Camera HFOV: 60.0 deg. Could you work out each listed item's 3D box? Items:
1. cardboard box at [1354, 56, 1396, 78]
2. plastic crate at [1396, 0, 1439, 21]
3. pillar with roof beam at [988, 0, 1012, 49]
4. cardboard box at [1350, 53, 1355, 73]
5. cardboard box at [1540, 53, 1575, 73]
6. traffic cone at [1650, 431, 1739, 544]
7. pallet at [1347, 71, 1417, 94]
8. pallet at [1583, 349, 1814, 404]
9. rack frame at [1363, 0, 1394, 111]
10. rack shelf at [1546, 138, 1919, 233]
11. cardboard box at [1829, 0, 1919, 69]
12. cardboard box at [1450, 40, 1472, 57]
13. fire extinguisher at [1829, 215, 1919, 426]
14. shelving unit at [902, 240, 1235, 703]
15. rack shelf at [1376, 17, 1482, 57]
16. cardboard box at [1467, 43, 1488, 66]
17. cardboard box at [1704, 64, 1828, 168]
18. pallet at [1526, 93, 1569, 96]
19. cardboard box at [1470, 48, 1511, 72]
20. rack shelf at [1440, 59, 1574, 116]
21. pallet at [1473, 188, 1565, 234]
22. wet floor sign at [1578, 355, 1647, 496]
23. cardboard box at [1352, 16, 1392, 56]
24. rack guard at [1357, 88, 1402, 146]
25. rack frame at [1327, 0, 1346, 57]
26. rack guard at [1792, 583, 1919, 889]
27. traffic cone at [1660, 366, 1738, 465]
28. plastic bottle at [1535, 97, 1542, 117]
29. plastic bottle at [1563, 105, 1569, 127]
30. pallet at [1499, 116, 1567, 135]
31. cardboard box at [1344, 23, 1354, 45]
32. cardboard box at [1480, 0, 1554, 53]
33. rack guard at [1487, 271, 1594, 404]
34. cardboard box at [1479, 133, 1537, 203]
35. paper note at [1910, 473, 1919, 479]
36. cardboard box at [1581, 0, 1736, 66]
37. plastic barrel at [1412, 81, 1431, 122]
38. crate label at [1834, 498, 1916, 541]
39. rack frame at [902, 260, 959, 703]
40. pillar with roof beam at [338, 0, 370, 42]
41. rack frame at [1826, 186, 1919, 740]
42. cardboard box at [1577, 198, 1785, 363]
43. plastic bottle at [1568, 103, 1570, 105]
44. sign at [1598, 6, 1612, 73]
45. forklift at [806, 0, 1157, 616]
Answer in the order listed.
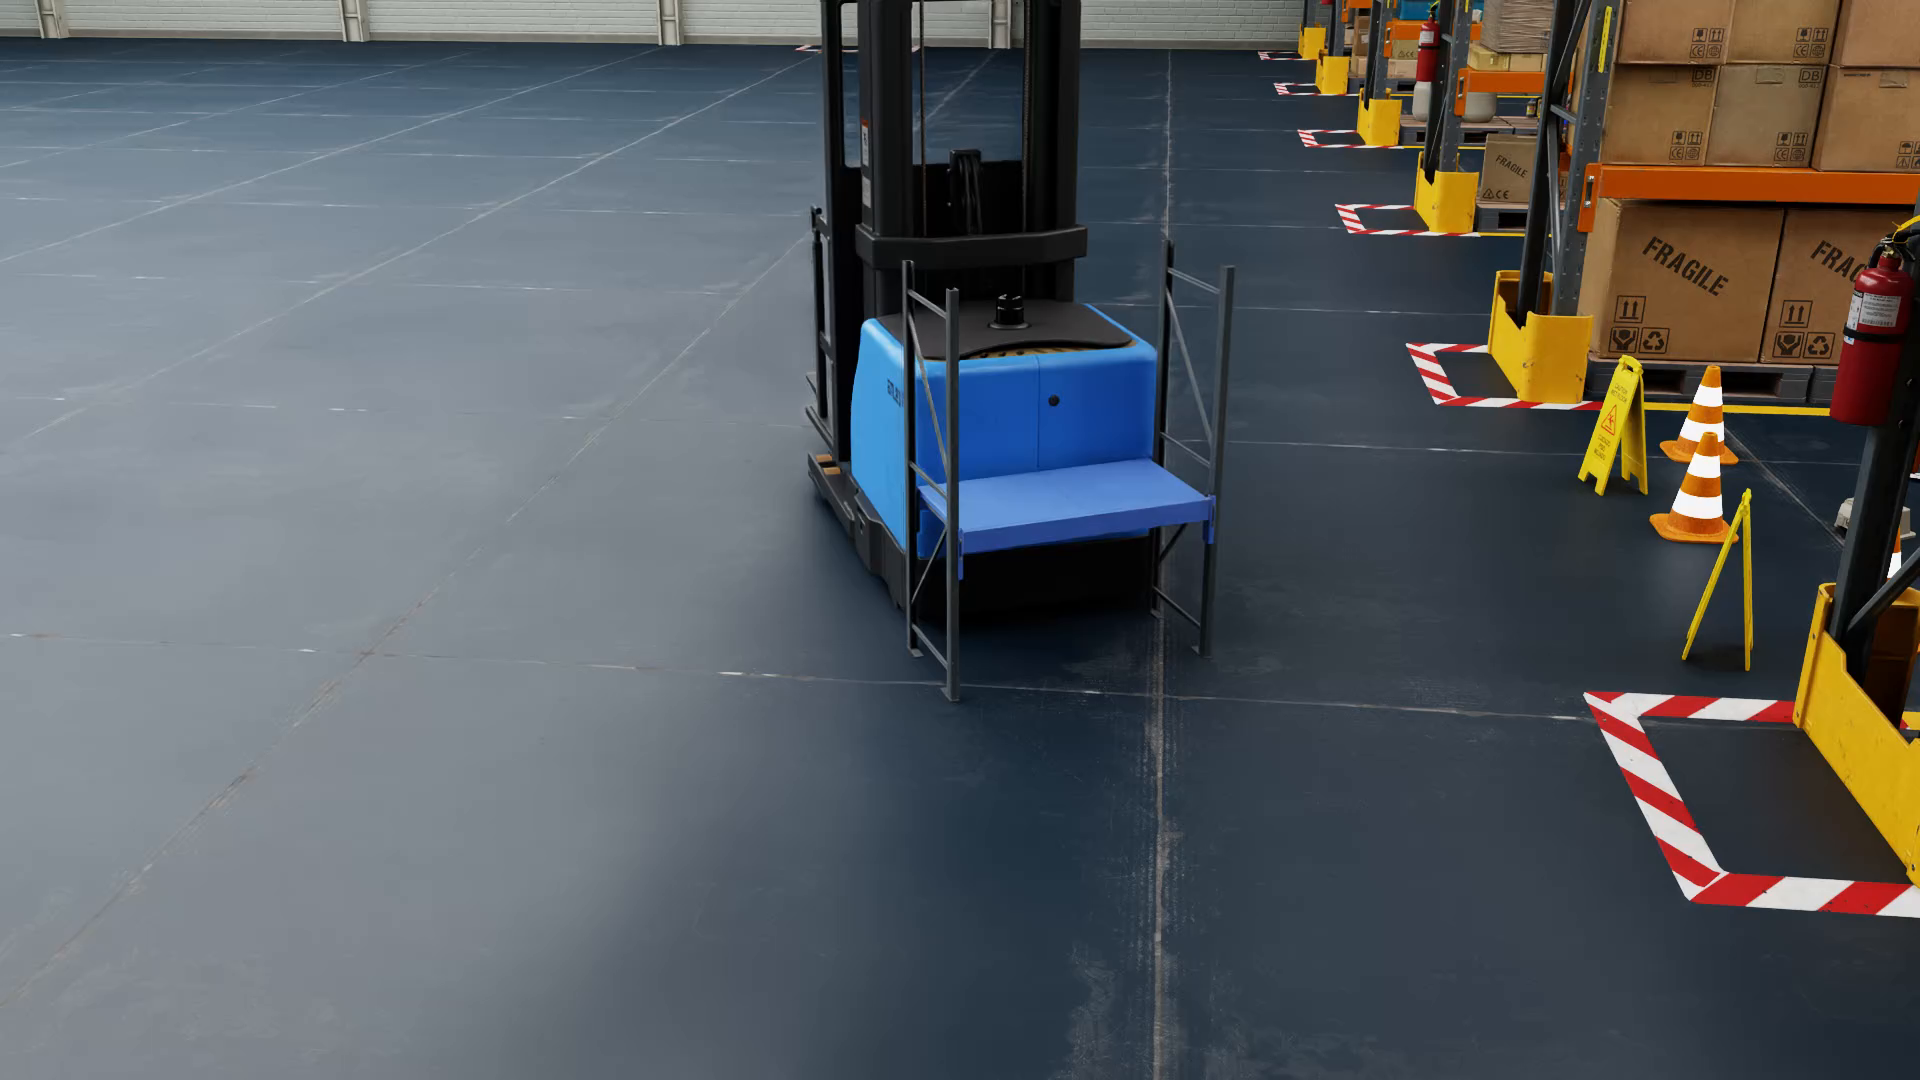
[{"bbox_3d":[5.801,-6.614,23.259,0.500,0.250,0.500,2,22,6],"label":"cardboard box"},{"bbox_3d":[5.240,-6.012,18.770,0.616,0.251,0.499,2,22,6],"label":"plastic crate"},{"bbox_3d":[0.206,-11.374,23.970,0.400,9.000,9.100,2,22,6],"label":"pillar with roof beam"},{"bbox_3d":[5.862,-6.803,23.738,0.500,0.250,0.500,2,22,6],"label":"cardboard box"},{"bbox_3d":[4.872,-3.935,13.656,0.250,0.149,0.380,2,22,6],"label":"cardboard box"},{"bbox_3d":[3.330,-0.260,7.468,0.334,0.463,0.336,2,22,6],"label":"traffic cone"},{"bbox_3d":[6.059,-6.488,23.563,1.213,0.211,1.003,2,22,6],"label":"pallet"},{"bbox_3d":[4.244,-1.076,9.875,1.213,0.211,1.003,2,22,6],"label":"pallet"},{"bbox_3d":[4.708,-5.994,18.521,0.127,3.000,1.000,2,22,6],"label":"rack frame"},{"bbox_3d":[5.427,-1.958,9.291,4.000,0.370,1.077,2,22,6],"label":"rack shelf"},{"bbox_3d":[4.902,-2.857,8.913,0.550,0.550,0.875,2,22,6],"label":"cardboard box"},{"bbox_3d":[6.796,-6.925,23.026,0.500,0.500,0.500,2,22,6],"label":"cardboard box"},{"bbox_3d":[2.899,-0.705,5.247,0.183,0.674,0.296,2,22,6],"label":"fire extinguisher"},{"bbox_3d":[0.374,-0.266,6.072,1.048,1.500,0.538,-8,23,-19],"label":"shelving unit"},{"bbox_3d":[6.694,-5.573,18.434,4.000,0.370,1.077,2,22,6],"label":"rack shelf"},{"bbox_3d":[4.432,-4.132,14.153,0.250,0.149,0.380,2,22,6],"label":"cardboard box"},{"bbox_3d":[4.363,-2.433,9.311,0.550,0.550,0.875,2,22,6],"label":"cardboard box"},{"bbox_3d":[8.482,-6.382,23.296,1.213,0.211,1.003,2,22,6],"label":"pallet"},{"bbox_3d":[4.380,-3.969,13.742,0.250,0.149,0.380,2,22,6],"label":"cardboard box"},{"bbox_3d":[6.111,-3.764,13.860,4.000,0.370,1.077,2,22,6],"label":"rack shelf"},{"bbox_3d":[5.003,-2.837,14.330,1.213,0.211,1.003,2,22,6],"label":"pallet"},{"bbox_3d":[3.179,-0.563,7.985,0.232,0.644,0.267,-1,22,-3],"label":"wet floor sign"},{"bbox_3d":[5.862,-7.153,23.602,0.500,0.500,0.500,2,22,6],"label":"cardboard box"},{"bbox_3d":[4.789,-4.845,19.016,0.348,0.500,1.175,2,22,6],"label":"rack guard"},{"bbox_3d":[5.294,-7.802,23.095,0.127,3.000,1.000,2,22,6],"label":"rack frame"},{"bbox_3d":[3.034,0.598,5.246,0.348,0.500,1.175,2,22,6],"label":"rack guard"},{"bbox_3d":[3.801,-0.658,8.474,0.334,0.463,0.336,2,22,6],"label":"traffic cone"},{"bbox_3d":[6.701,-5.017,19.147,0.133,0.283,0.061,3,22,8],"label":"plastic bottle"},{"bbox_3d":[6.694,-4.727,18.412,0.133,0.283,0.061,3,22,7],"label":"plastic bottle"},{"bbox_3d":[6.803,-4.620,18.839,1.213,0.211,1.003,2,22,6],"label":"pallet"},{"bbox_3d":[6.550,-8.502,27.925,0.500,0.311,0.500,0,22,0],"label":"cardboard box"},{"bbox_3d":[4.668,-4.337,13.788,0.500,0.500,0.875,2,22,6],"label":"cardboard box"},{"bbox_3d":[3.417,-1.218,9.840,0.348,0.500,1.175,2,22,6],"label":"rack guard"},{"bbox_3d":[4.743,-3.185,14.246,0.500,0.500,0.500,7,23,16],"label":"cardboard box"},{"bbox_3d":[4.757,-0.312,8.189,0.142,0.017,0.144,11,24,25],"label":"paper note"},{"bbox_3d":[3.805,-2.921,9.075,0.550,0.550,0.875,2,22,6],"label":"cardboard box"},{"bbox_3d":[5.370,-5.032,18.900,0.421,0.512,0.421,0,22,0],"label":"plastic barrel"},{"bbox_3d":[4.118,-0.097,7.499,0.298,0.136,0.250,-9,23,-22],"label":"crate label"},{"bbox_3d":[-0.103,-0.201,5.909,0.032,1.500,0.500,-8,23,-19],"label":"rack frame"},{"bbox_3d":[-11.711,-11.893,25.284,0.400,9.000,9.100,2,22,6],"label":"pillar with roof beam"},{"bbox_3d":[2.959,-0.567,4.795,0.127,3.000,1.000,2,22,6],"label":"rack frame"},{"bbox_3d":[4.122,-1.581,9.678,0.875,0.875,0.875,3,22,7],"label":"cardboard box"},{"bbox_3d":[6.972,-4.904,18.973,0.097,0.201,0.097,0,22,0],"label":"plastic bottle"},{"bbox_3d":[3.370,-2.616,8.692,0.005,0.325,0.100,2,22,6],"label":"sign"},{"bbox_3d":[-0.107,-1.577,7.442,1.130,2.935,3.031,-6,22,-15],"label":"forklift"}]
